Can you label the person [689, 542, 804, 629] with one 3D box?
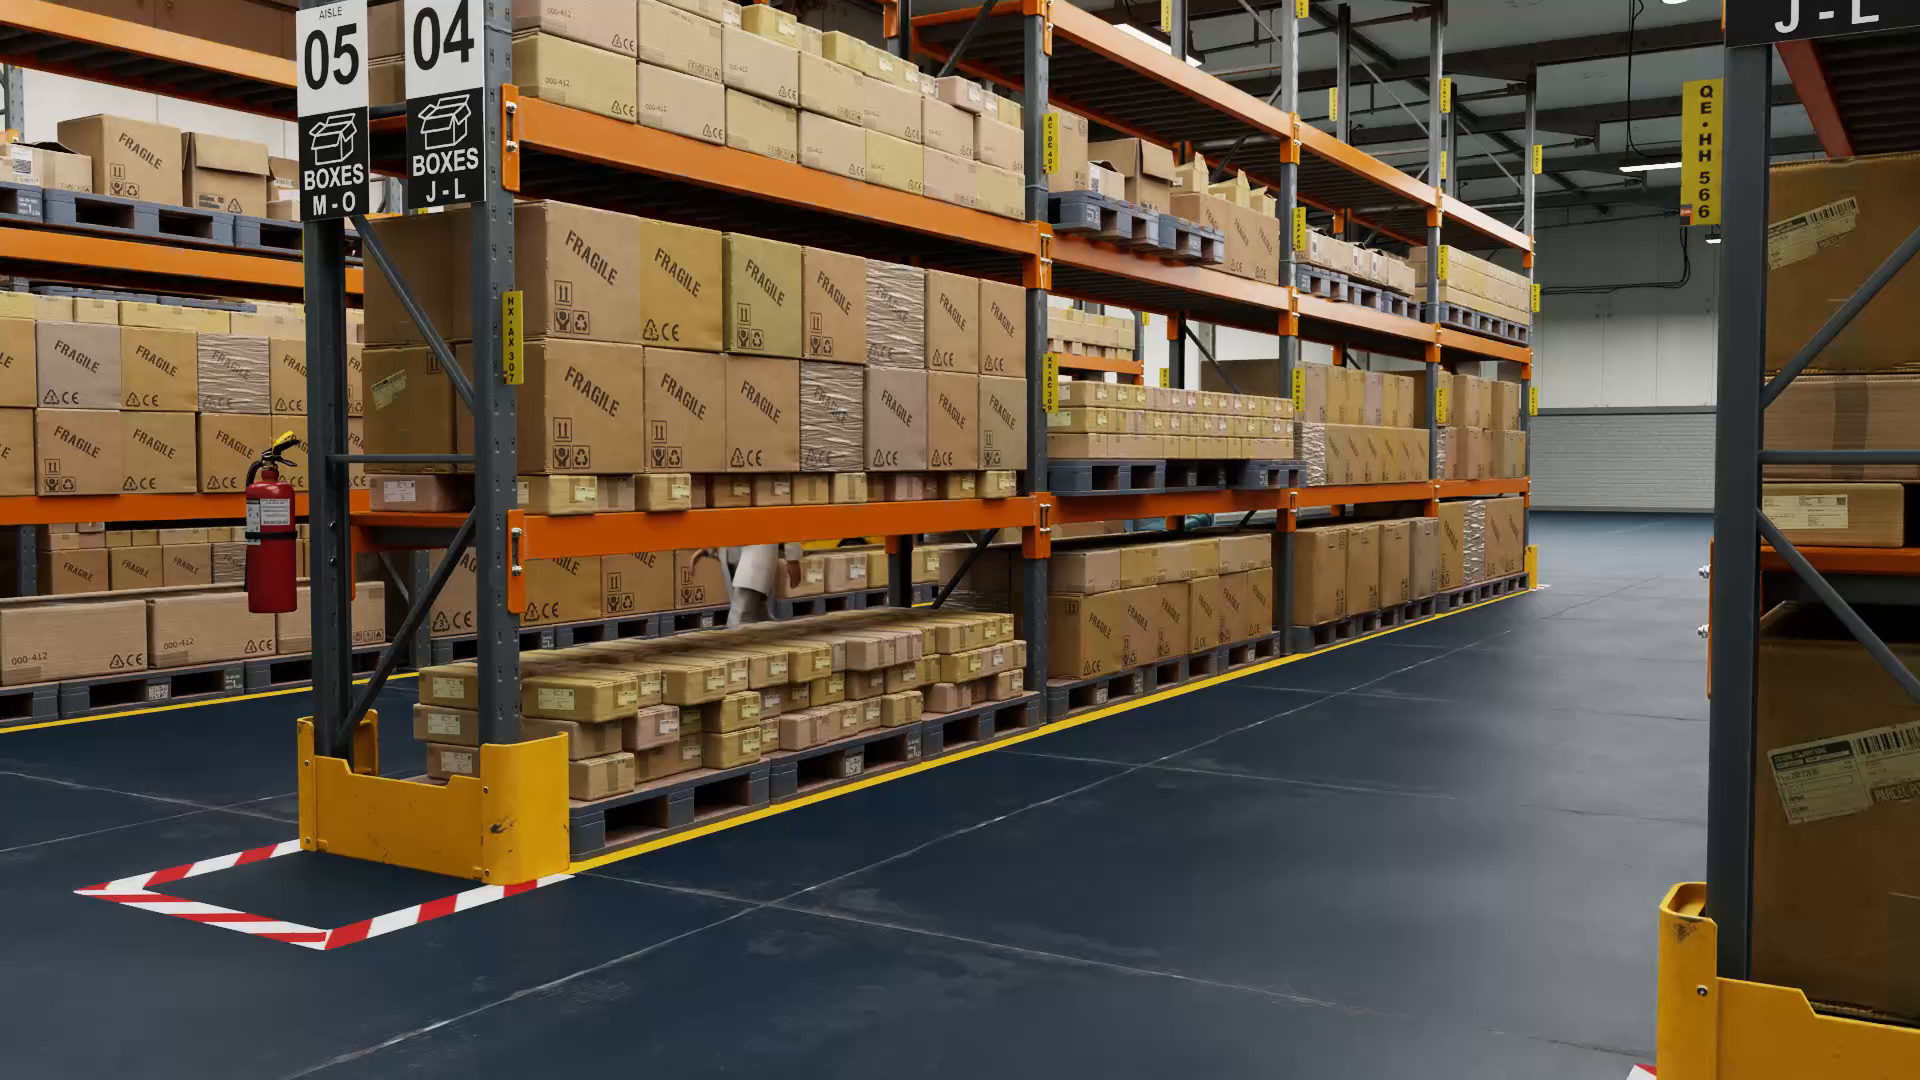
[{"bbox_3d":[-1.377,0.107,10.400,0.596,1.713,1.125,2,3,37],"label":"person"}]
